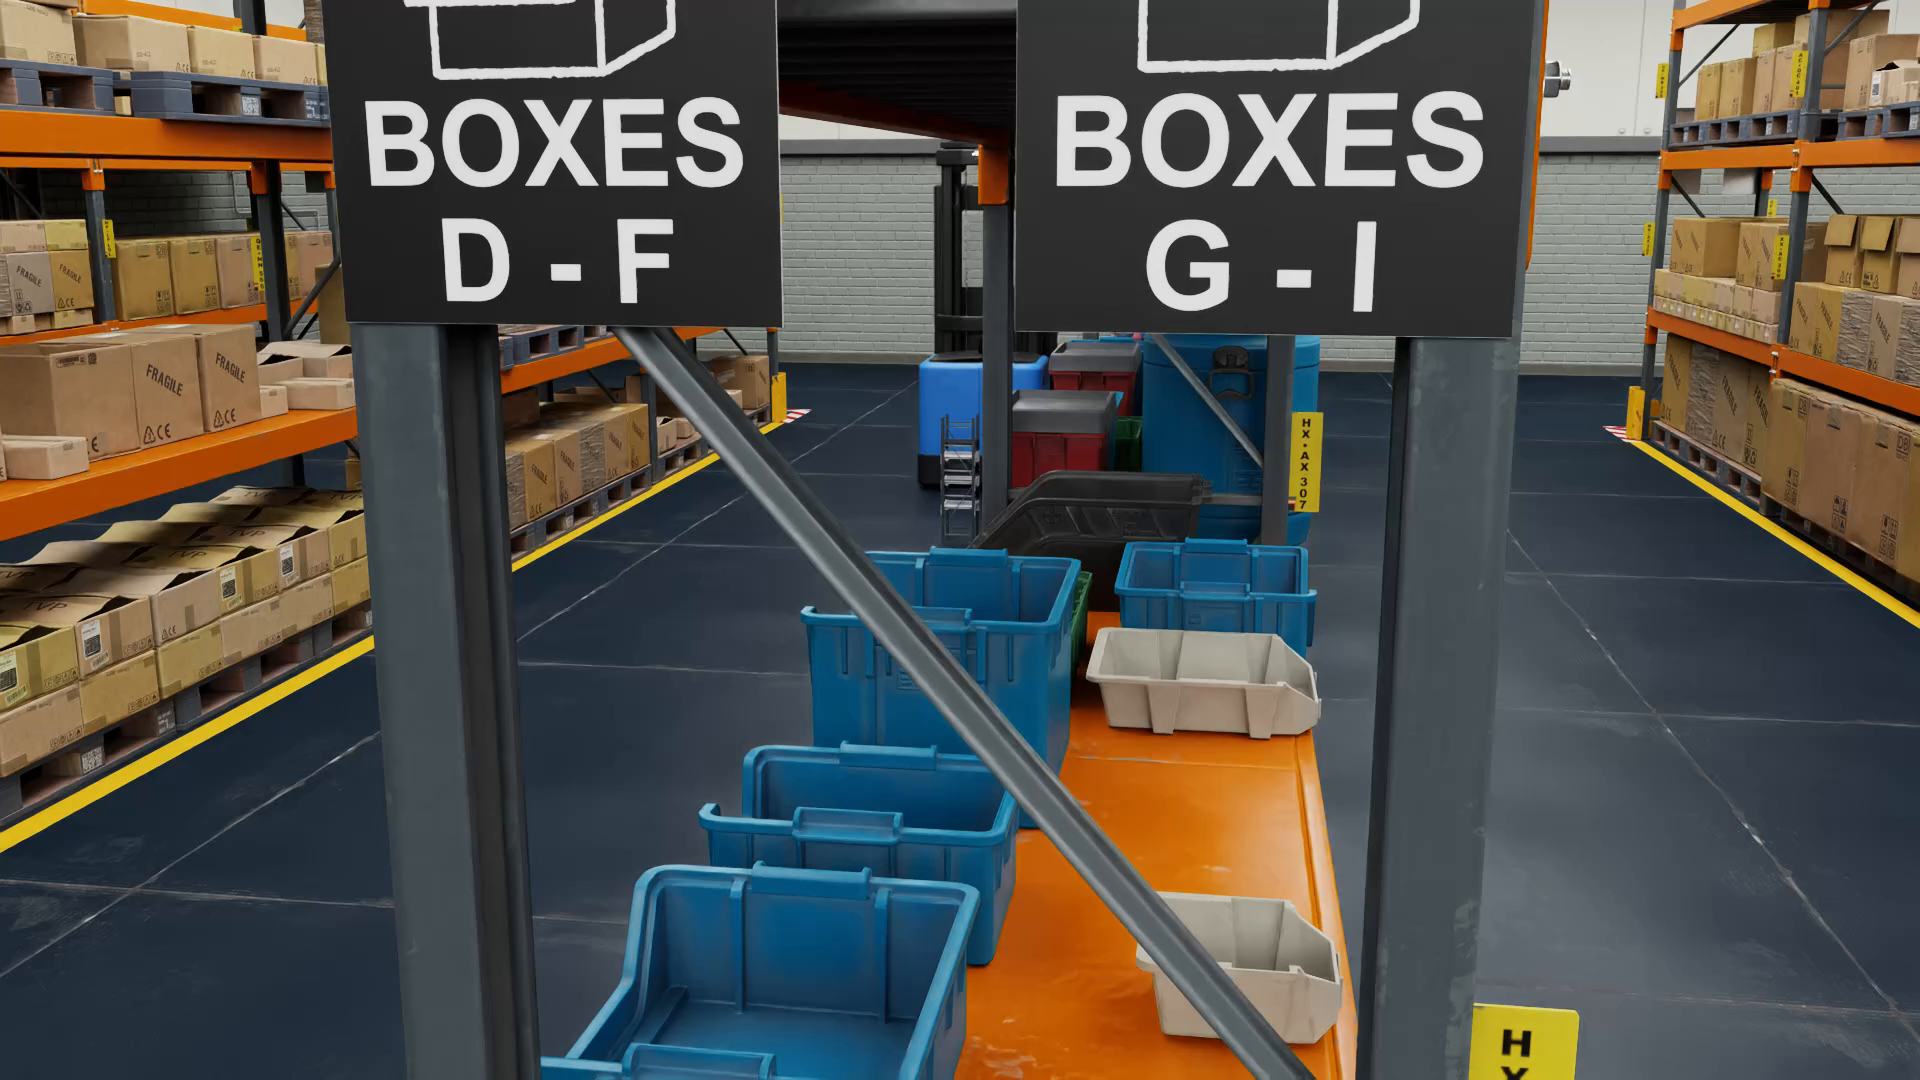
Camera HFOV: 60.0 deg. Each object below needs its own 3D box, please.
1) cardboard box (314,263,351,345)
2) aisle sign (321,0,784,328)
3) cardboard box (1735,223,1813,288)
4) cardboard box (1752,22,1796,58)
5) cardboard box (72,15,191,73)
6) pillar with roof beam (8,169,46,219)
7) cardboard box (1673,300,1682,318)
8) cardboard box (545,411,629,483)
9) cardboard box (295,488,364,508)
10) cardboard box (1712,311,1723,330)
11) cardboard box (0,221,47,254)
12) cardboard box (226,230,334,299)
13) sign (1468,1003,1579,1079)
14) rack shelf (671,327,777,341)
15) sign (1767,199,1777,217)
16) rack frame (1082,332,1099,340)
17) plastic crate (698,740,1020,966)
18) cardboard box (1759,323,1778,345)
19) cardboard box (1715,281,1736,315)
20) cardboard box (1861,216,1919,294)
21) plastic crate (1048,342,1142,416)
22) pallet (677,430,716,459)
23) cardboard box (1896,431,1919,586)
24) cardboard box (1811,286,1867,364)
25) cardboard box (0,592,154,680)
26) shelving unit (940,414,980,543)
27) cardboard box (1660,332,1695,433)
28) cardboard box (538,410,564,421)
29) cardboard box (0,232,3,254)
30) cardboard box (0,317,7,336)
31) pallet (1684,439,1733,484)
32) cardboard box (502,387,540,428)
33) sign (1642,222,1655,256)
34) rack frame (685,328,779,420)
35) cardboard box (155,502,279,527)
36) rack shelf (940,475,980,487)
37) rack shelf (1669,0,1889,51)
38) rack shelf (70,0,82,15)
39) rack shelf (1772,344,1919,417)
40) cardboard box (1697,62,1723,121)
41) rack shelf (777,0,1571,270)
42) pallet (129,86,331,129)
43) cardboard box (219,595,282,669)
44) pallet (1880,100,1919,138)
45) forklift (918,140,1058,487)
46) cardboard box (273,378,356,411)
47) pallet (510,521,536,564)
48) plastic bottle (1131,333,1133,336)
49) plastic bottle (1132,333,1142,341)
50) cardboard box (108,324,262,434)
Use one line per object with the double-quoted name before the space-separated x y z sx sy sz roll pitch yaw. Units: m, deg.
"cardboard box" -3.717 -1.520 10.691 0.700 0.500 0.500 -2 12 -10
"aisle sign" -0.343 -0.570 1.346 0.394 0.787 0.004 2 12 9
"cardboard box" 6.589 -2.289 13.364 0.500 0.500 0.500 2 12 9
"cardboard box" 6.996 -4.190 13.945 0.500 0.250 0.500 1 12 7
"cardboard box" -3.963 -2.292 7.750 0.500 0.250 0.500 1 12 4
"pillar with roof beam" -4.476 -5.090 14.252 9.100 9.000 0.400 2 12 9
"cardboard box" 6.819 -2.127 15.340 0.380 0.149 0.250 2 12 8
"cardboard box" -2.964 -0.742 13.205 0.500 0.500 0.500 2 12 9
"cardboard box" -3.539 -0.149 9.764 0.500 0.311 0.500 2 12 10
"cardboard box" 6.621 -1.860 14.103 0.380 0.149 0.250 2 12 8
"cardboard box" -7.889 -2.482 13.620 0.500 0.250 0.500 2 12 10
"cardboard box" -7.436 -2.996 18.063 0.980 0.700 0.700 2 12 11
"sign" 0.504 0.579 1.528 0.100 0.325 0.005 2 12 9
"rack shelf" -2.779 -2.028 15.992 1.077 0.370 4.000 2 12 9
"sign" 7.850 -3.136 16.113 0.100 0.325 0.005 2 12 9
"rack frame" 1.192 -0.969 9.372 1.000 3.000 0.127 2 12 9
"plastic crate" -0.152 0.520 2.815 0.499 0.251 0.408 2 12 9
"cardboard box" 6.424 -1.593 12.861 0.380 0.149 0.250 2 12 9
"cardboard box" 6.665 -2.028 13.935 0.500 0.250 0.500 2 12 10
"cardboard box" 6.494 -1.905 11.095 0.797 0.503 0.637 2 12 9
"plastic crate" 0.641 -0.674 7.850 0.402 0.464 0.583 2 12 9
"pallet" -2.795 -0.998 16.123 1.003 0.211 1.213 2 12 9
"cardboard box" 6.212 -0.119 9.470 1.225 0.875 0.875 1 12 6
"cardboard box" 6.307 -1.498 11.588 0.500 0.500 0.500 2 12 9
"cardboard box" -3.925 0.385 7.287 0.500 0.311 0.500 2 12 8
"shelving unit" 0.001 -0.442 11.906 0.258 0.900 0.210 2 12 9
"cardboard box" 7.297 -1.505 15.904 0.875 0.875 0.875 2 12 9
"cardboard box" -3.473 -0.752 13.253 0.500 0.500 0.500 2 12 9
"cardboard box" -7.968 -2.376 13.127 0.500 0.250 0.500 2 12 10
"cardboard box" -7.940 -1.719 13.399 0.380 0.149 0.250 2 12 9
"pallet" 7.080 -0.689 14.689 1.003 0.211 1.213 2 12 9
"cardboard box" -3.556 -1.022 12.725 0.500 0.250 0.500 2 12 9
"sign" 6.769 -2.955 16.344 0.100 0.325 0.005 2 12 9
"rack frame" -2.472 -2.796 17.848 1.000 3.000 0.127 2 12 9
"cardboard box" -4.145 -0.057 9.336 0.500 0.311 0.500 2 12 7
"rack shelf" 0.001 -0.409 11.913 0.258 0.077 0.200 2 12 9
"rack shelf" 7.009 -4.443 13.909 1.077 0.370 4.000 2 12 9
"rack shelf" -8.290 -4.092 12.279 1.077 0.370 4.000 2 12 9
"rack shelf" 6.393 -0.874 10.635 1.077 0.370 4.000 2 12 9
"cardboard box" 7.083 -4.021 14.938 0.700 0.500 0.500 1 12 7
"rack shelf" 0.269 -0.835 3.336 1.077 0.370 4.000 2 12 9
"pallet" -3.718 -2.361 9.155 1.213 0.211 1.003 2 12 11
"cardboard box" -3.774 0.445 8.340 0.500 0.250 0.500 2 12 10
"pallet" 6.301 -2.552 10.042 1.003 0.211 1.213 2 12 11
"forklift" 0.347 -2.134 14.936 1.130 2.935 3.031 2 12 7
"cardboard box" -3.567 -0.812 9.236 0.380 0.149 0.250 2 12 9
"pallet" -3.550 0.078 11.129 1.003 0.211 1.213 2 12 9
"plastic bottle" 1.123 -1.379 11.391 0.144 0.351 0.185 2 12 9
"plastic bottle" 1.179 -1.282 11.100 0.061 0.283 0.133 2 12 9
"cardboard box" -3.944 -0.830 8.486 0.500 0.500 0.500 1 12 6
